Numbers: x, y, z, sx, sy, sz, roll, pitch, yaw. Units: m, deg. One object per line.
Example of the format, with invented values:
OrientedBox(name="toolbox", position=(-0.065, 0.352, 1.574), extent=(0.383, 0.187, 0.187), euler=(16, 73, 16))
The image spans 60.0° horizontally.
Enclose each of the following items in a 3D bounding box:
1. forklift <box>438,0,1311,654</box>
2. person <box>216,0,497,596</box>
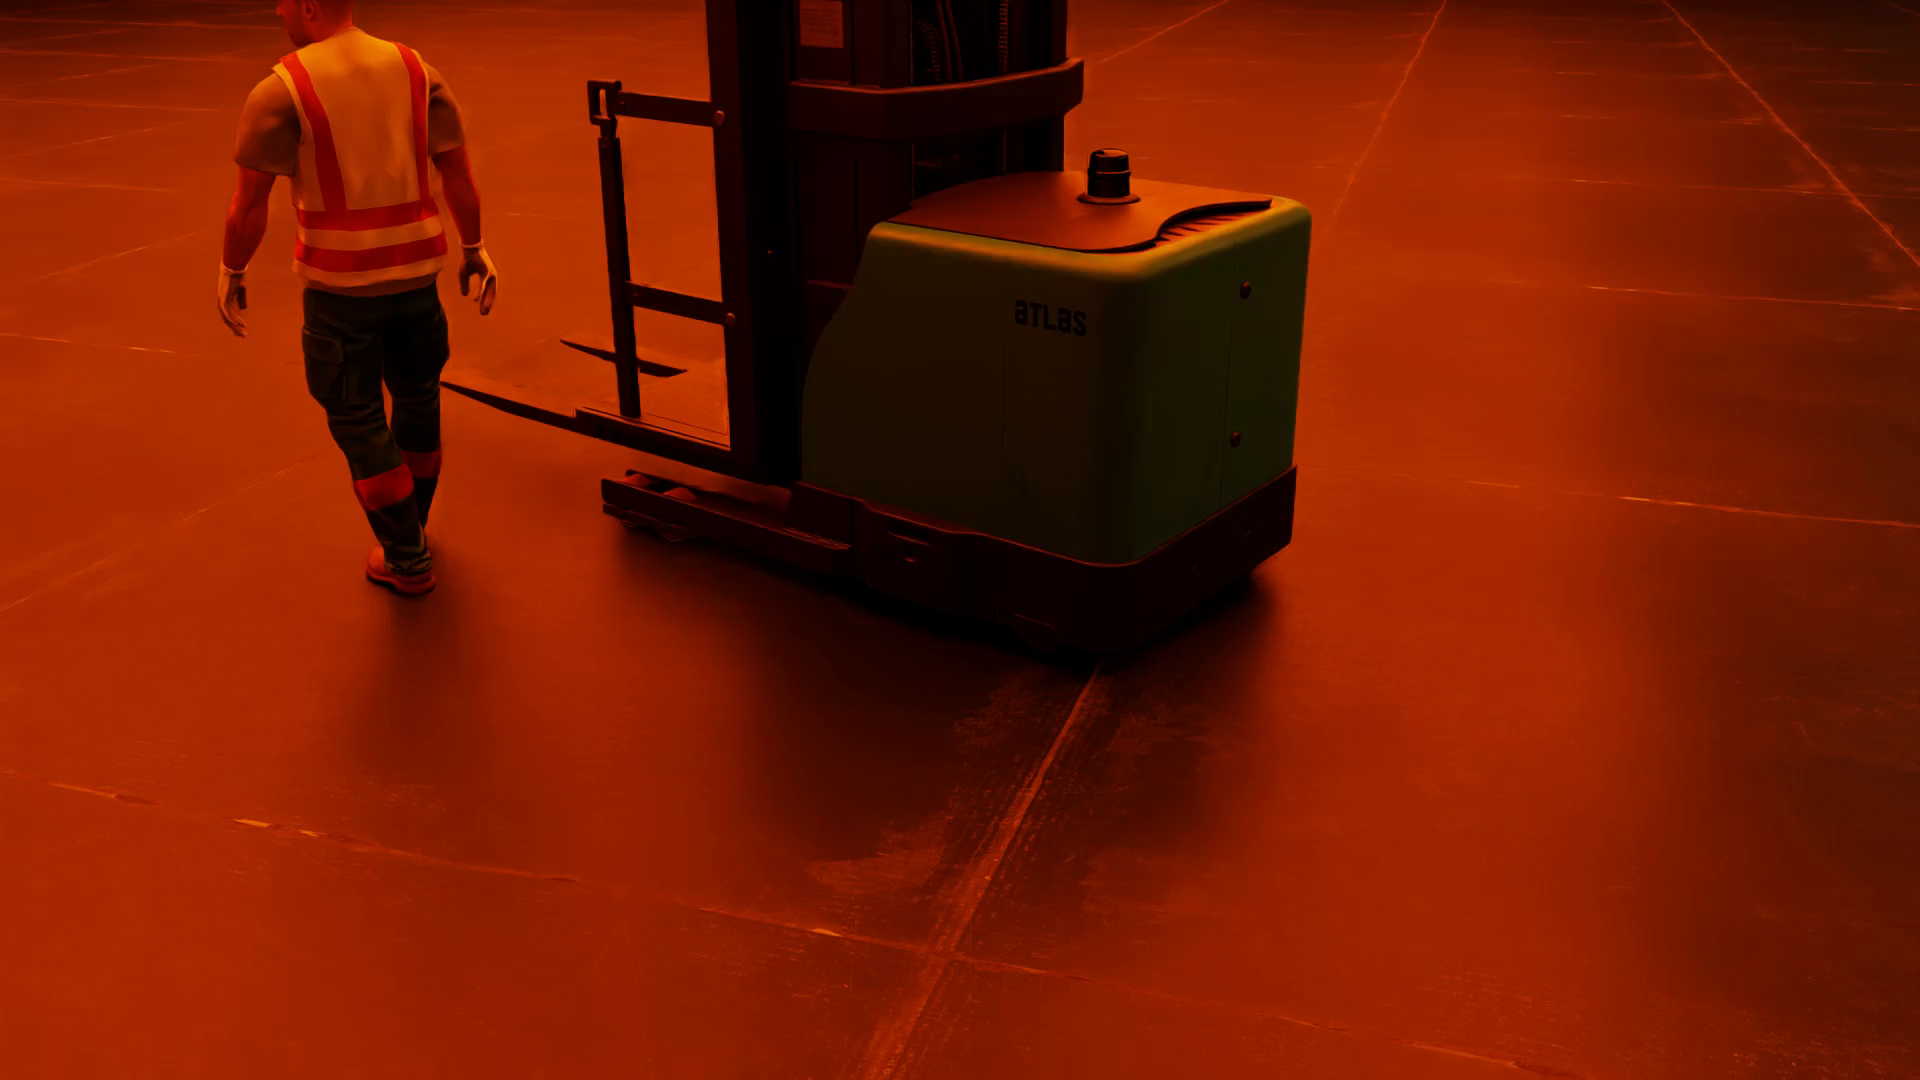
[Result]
OrientedBox(name="forklift", position=(-0.500, -1.492, 4.893), extent=(3.031, 2.935, 1.130), euler=(16, 27, 34))
OrientedBox(name="person", position=(-1.708, -0.753, 4.632), extent=(0.614, 1.777, 0.733), euler=(21, 30, 40))
